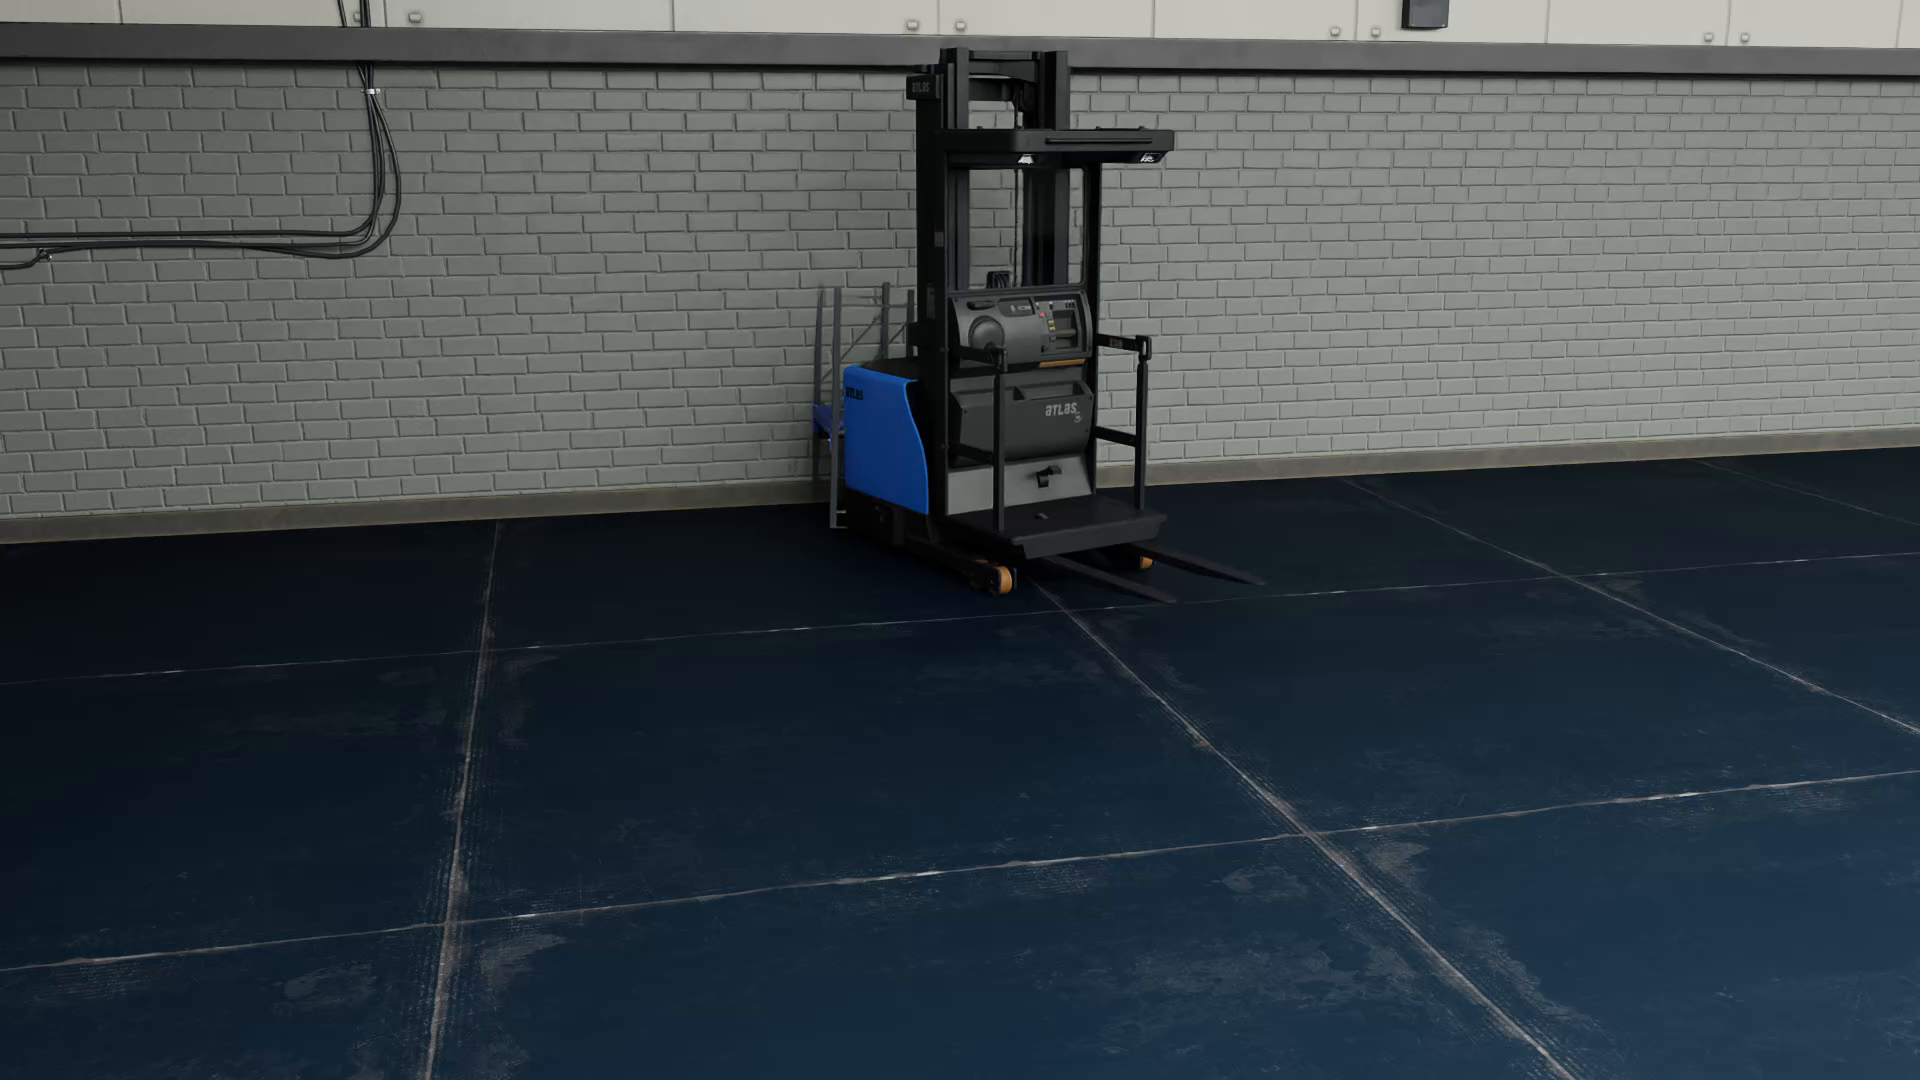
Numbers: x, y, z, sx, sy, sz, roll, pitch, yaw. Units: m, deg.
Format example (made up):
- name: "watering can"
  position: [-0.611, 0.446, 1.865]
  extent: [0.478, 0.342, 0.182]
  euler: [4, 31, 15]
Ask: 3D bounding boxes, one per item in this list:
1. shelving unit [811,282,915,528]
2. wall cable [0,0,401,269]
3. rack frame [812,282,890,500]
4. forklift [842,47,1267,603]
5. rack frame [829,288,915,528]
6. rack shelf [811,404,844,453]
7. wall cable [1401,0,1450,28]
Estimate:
- name: "shelving unit"
  position: [-0.650, -0.914, 10.886]
  extent: [0.538, 1.500, 1.048]
  euler: [0, 11, -11]
- name: "wall cable"
  position: [-4.987, -2.886, 9.821]
  extent: [3.097, 2.526, 0.112]
  euler: [-3, 14, -13]
- name: "rack frame"
  position: [-0.749, -1.014, 11.375]
  extent: [0.500, 1.500, 0.032]
  euler: [0, 11, -11]
- name: "forklift"
  position: [0.480, -1.244, 9.343]
  extent: [1.130, 2.935, 3.031]
  euler: [-9, 16, -32]
- name: "rack frame"
  position: [-0.551, -0.813, 10.398]
  extent: [0.500, 1.500, 0.032]
  euler: [0, 11, -11]
- name: "rack shelf"
  position: [-0.656, -0.737, 10.921]
  extent: [0.538, 0.185, 1.000]
  euler: [0, 11, -11]
- name: "wall cable"
  position: [4.245, -6.572, 11.200]
  extent: [2.305, 6.003, 0.169]
  euler: [-3, 14, -13]
